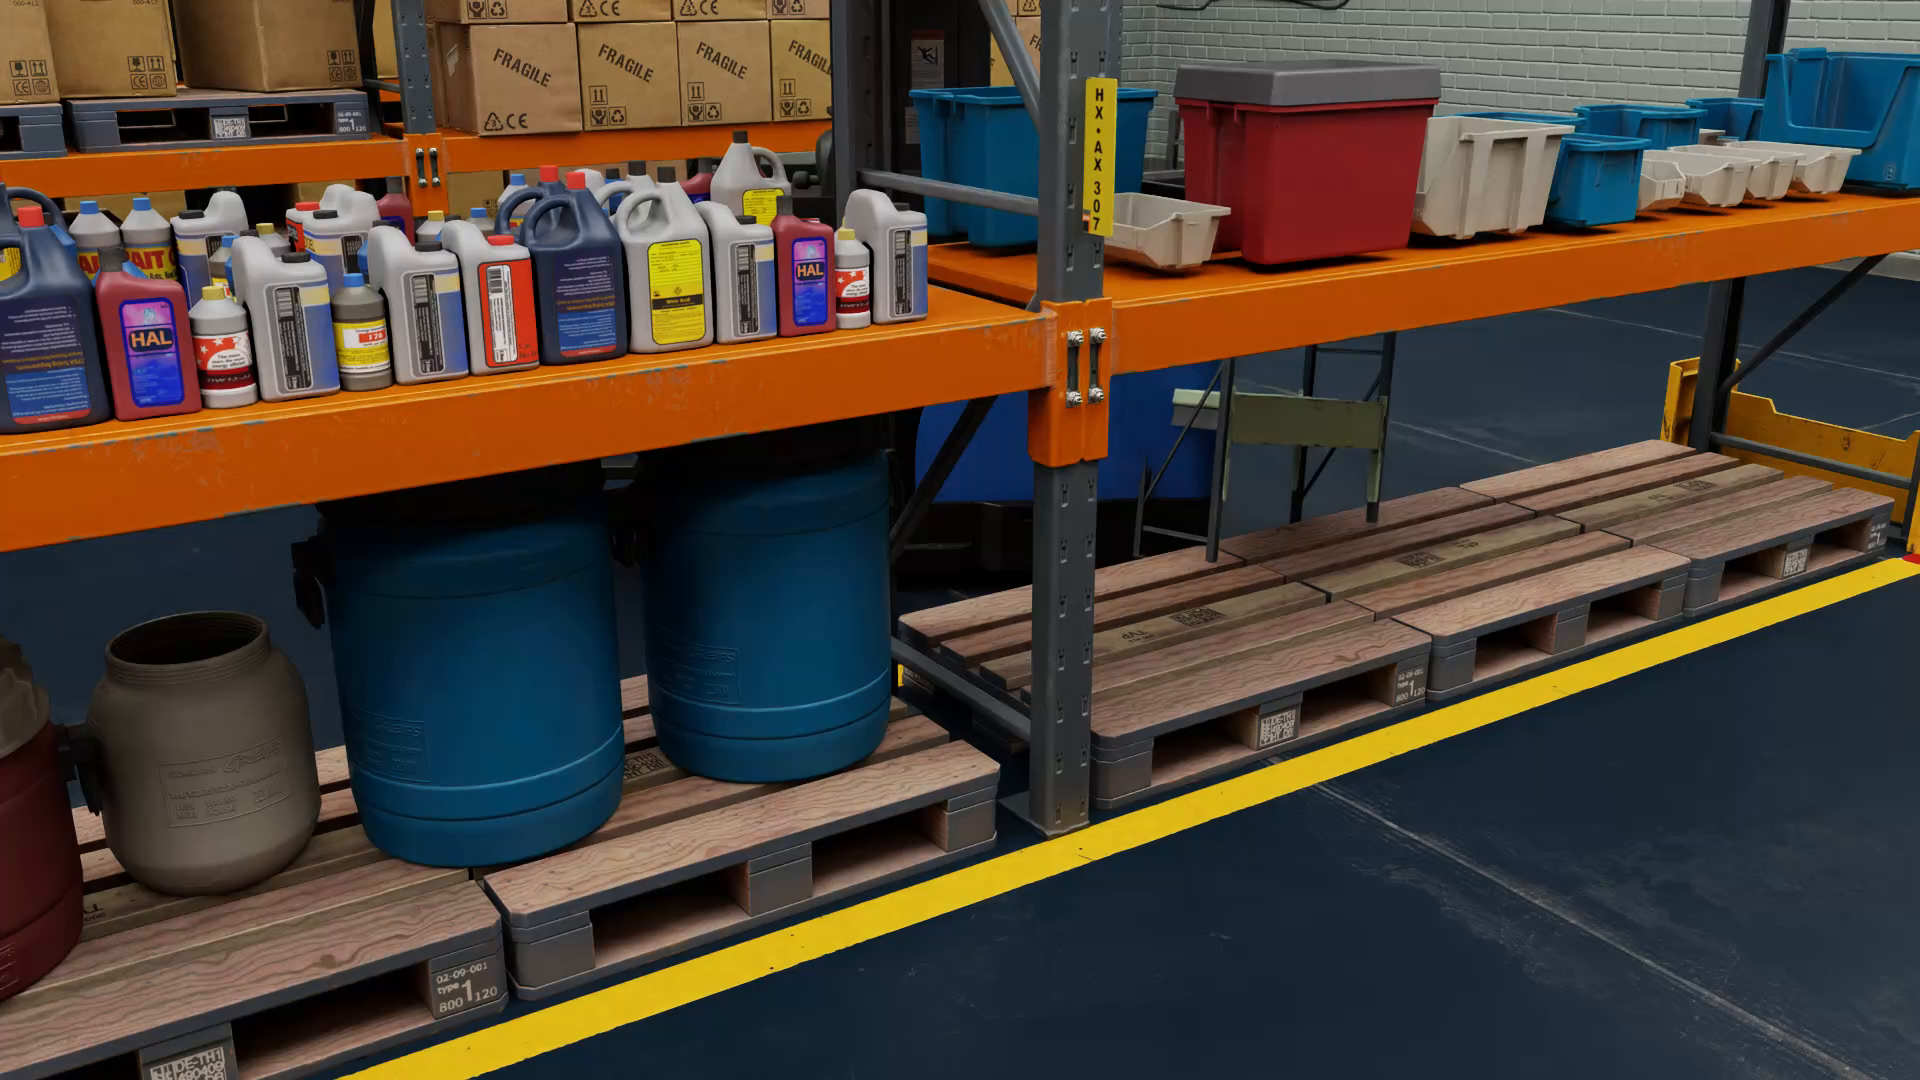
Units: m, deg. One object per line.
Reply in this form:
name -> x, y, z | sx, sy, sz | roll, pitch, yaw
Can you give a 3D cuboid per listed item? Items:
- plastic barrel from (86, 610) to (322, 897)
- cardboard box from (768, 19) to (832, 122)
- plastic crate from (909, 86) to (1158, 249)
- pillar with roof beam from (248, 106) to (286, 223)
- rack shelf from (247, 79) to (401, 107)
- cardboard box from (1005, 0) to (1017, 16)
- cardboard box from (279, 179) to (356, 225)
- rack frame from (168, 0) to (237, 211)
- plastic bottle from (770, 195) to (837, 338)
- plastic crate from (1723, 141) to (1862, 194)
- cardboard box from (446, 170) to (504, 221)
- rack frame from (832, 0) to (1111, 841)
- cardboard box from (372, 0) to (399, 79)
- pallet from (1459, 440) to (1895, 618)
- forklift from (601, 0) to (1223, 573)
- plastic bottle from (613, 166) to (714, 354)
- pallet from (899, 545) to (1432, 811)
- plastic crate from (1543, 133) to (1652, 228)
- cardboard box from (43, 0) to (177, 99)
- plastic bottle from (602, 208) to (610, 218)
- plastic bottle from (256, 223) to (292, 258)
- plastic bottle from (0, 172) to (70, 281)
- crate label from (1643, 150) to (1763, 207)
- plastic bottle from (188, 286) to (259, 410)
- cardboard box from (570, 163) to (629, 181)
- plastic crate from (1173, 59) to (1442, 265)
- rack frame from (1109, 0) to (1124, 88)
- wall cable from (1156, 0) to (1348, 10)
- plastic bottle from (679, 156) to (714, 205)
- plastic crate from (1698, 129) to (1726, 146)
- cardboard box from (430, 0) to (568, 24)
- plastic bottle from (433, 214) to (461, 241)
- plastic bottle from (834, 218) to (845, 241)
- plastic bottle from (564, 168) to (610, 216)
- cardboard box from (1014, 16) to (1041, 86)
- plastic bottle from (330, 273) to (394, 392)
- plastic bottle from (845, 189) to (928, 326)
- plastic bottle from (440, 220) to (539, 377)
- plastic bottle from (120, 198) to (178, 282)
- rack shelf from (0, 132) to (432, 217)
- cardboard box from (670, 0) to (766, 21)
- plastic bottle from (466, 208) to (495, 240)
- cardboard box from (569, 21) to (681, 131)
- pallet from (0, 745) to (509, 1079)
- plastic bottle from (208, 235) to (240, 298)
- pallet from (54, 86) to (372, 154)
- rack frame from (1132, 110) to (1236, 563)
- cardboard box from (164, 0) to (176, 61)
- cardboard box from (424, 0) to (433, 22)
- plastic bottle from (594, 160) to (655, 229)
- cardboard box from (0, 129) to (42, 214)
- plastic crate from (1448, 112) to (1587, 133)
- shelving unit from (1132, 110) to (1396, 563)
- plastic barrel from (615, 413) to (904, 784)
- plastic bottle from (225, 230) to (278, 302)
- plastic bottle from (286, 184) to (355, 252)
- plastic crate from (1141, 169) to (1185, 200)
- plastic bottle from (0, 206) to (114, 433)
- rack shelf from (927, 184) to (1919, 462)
plastic barrel -> -1.580, 0.442, 3.483 | 0.421, 0.512, 0.421 | 0, 19, 0
cardboard box -> -0.881, -2.488, 8.764 | 0.500, 0.500, 0.500 | -12, 22, -32
plastic crate -> 0.198, -1.024, 4.521 | 0.575, 0.384, 0.392 | -12, 22, -31
pillar with roof beam -> -2.977, -5.524, 8.535 | 0.400, 9.000, 9.100 | -12, 22, -31
rack shelf -> -3.783, -3.491, 13.010 | 4.000, 0.370, 1.077 | -12, 22, -31
cardboard box -> -0.027, -3.139, 9.130 | 0.500, 0.500, 0.500 | -11, 22, -30
cardboard box -> -4.772, -2.598, 12.494 | 0.500, 0.500, 0.700 | -12, 22, -31
rack frame -> -5.453, -3.479, 11.853 | 0.127, 3.000, 1.000 | -12, 22, -31
plastic bottle -> -0.324, -0.565, 3.415 | 0.133, 0.283, 0.061 | -12, 22, -31
plastic crate -> 2.755, -1.245, 5.563 | 0.243, 0.136, 0.396 | -12, 22, -31
cardboard box -> -3.921, -2.776, 13.019 | 0.500, 0.500, 0.700 | -11, 22, -30
rack frame -> -0.005, -0.829, 4.015 | 0.127, 3.000, 1.000 | -12, 22, -31
cardboard box -> -4.379, -3.840, 12.450 | 0.700, 0.700, 0.980 | -13, 22, -33
pallet -> 2.626, -0.078, 6.146 | 1.213, 0.211, 1.003 | -12, 22, -31
forklift -> -0.628, -1.379, 5.747 | 3.031, 2.935, 1.130 | -1, 19, -3
plastic bottle -> -0.592, -0.557, 3.285 | 0.185, 0.351, 0.144 | -12, 22, -31
pallet -> 0.588, 0.352, 4.875 | 1.213, 0.211, 1.003 | -12, 22, -31
plastic crate -> 1.762, -1.053, 4.843 | 0.300, 0.233, 0.416 | -12, 22, -31
cardboard box -> -3.784, -2.240, 7.374 | 0.500, 0.500, 0.700 | -8, 20, -23
plastic bottle -> -0.822, -0.661, 3.827 | 0.097, 0.201, 0.097 | 0, 19, 0
plastic bottle -> -1.486, -0.579, 3.585 | 0.097, 0.201, 0.097 | 0, 19, 0
plastic bottle -> -1.866, -0.561, 3.298 | 0.185, 0.351, 0.144 | -12, 22, -31
crate label -> 2.286, -1.143, 5.259 | 0.243, 0.136, 0.396 | -12, 22, -31
plastic bottle -> -1.270, -0.334, 2.859 | 0.097, 0.201, 0.097 | 0, 19, 0
cardboard box -> -3.060, -2.960, 13.565 | 0.500, 0.500, 0.700 | -12, 22, -32
plastic crate -> 0.879, -0.978, 4.261 | 0.583, 0.464, 0.402 | -12, 22, -31
rack frame -> 0.615, -2.860, 10.020 | 0.127, 3.000, 1.000 | -12, 22, -31
wall cable -> 2.808, -6.456, 16.137 | 0.112, 2.526, 3.097 | -12, 22, -31
plastic bottle -> -0.657, -0.800, 4.110 | 0.133, 0.283, 0.061 | -12, 22, -31
plastic crate -> 2.635, -1.448, 6.161 | 0.298, 0.136, 0.250 | -12, 22, -31
cardboard box -> -2.177, -2.684, 7.782 | 0.500, 0.500, 0.500 | -11, 22, -30
plastic bottle -> -0.966, -0.489, 3.210 | 0.097, 0.271, 0.097 | 0, 19, 0
plastic bottle -> -0.240, -0.609, 3.674 | 0.097, 0.201, 0.097 | 0, 19, 0
plastic bottle -> -0.906, -0.727, 3.904 | 0.135, 0.276, 0.152 | -12, 22, -31
cardboard box -> 0.391, -2.755, 9.555 | 0.500, 0.500, 0.500 | -11, 22, -30
plastic bottle -> -1.076, -0.375, 2.980 | 0.097, 0.201, 0.097 | 0, 19, 0
plastic bottle -> -0.156, -0.615, 3.573 | 0.135, 0.276, 0.152 | -12, 22, -31
plastic bottle -> -0.882, -0.462, 3.120 | 0.135, 0.276, 0.152 | -12, 22, -31
plastic bottle -> -1.680, -0.572, 3.453 | 0.097, 0.271, 0.097 | 0, 19, 0
rack shelf -> -4.396, -1.462, 7.009 | 4.000, 0.370, 1.077 | -12, 22, -31
cardboard box -> -1.317, -2.865, 8.319 | 0.500, 0.500, 0.500 | -13, 22, -33
plastic bottle -> -1.099, -0.661, 3.826 | 0.097, 0.201, 0.097 | 0, 19, 0
cardboard box -> -1.724, -2.310, 8.239 | 0.500, 0.500, 0.500 | -11, 22, -30
pallet -> -1.692, 0.833, 3.453 | 1.213, 0.211, 1.003 | -12, 22, -31
plastic bottle -> -1.484, -0.522, 3.414 | 0.097, 0.201, 0.097 | 0, 19, 0
pallet -> -3.453, -1.952, 7.636 | 1.213, 0.211, 1.003 | -12, 22, -31
rack frame -> 0.765, -0.660, 5.465 | 0.023, 1.500, 0.400 | 0, 8, -34
cardboard box -> -5.700, -3.528, 11.346 | 0.500, 0.500, 0.500 | -12, 22, -32
cardboard box -> -2.446, -2.834, 8.228 | 0.500, 0.500, 0.500 | -12, 22, -31
plastic bottle -> -0.672, -0.595, 3.399 | 0.185, 0.351, 0.144 | -12, 22, -31
cardboard box -> -6.665, -2.353, 11.223 | 0.750, 0.750, 0.750 | -11, 22, -30
plastic crate -> 1.849, -1.296, 5.562 | 0.300, 0.233, 0.416 | -12, 22, -31
shelving unit -> 1.069, -0.661, 5.669 | 0.755, 1.500, 0.431 | 0, 8, -34
plastic barrel -> -0.468, 0.057, 4.013 | 0.708, 0.901, 0.600 | -12, 22, -31
plastic bottle -> -1.272, -0.425, 3.019 | 0.097, 0.271, 0.097 | 0, 19, 0
plastic bottle -> -1.374, -0.628, 3.612 | 0.135, 0.276, 0.152 | -12, 22, -31
plastic crate -> 0.783, -0.997, 4.845 | 0.590, 0.125, 0.437 | -12, 22, -31
plastic bottle -> -1.512, -0.363, 2.711 | 0.185, 0.351, 0.144 | -12, 22, -31
rack shelf -> 1.666, -0.841, 5.172 | 4.000, 0.370, 1.077 | -12, 22, -31
